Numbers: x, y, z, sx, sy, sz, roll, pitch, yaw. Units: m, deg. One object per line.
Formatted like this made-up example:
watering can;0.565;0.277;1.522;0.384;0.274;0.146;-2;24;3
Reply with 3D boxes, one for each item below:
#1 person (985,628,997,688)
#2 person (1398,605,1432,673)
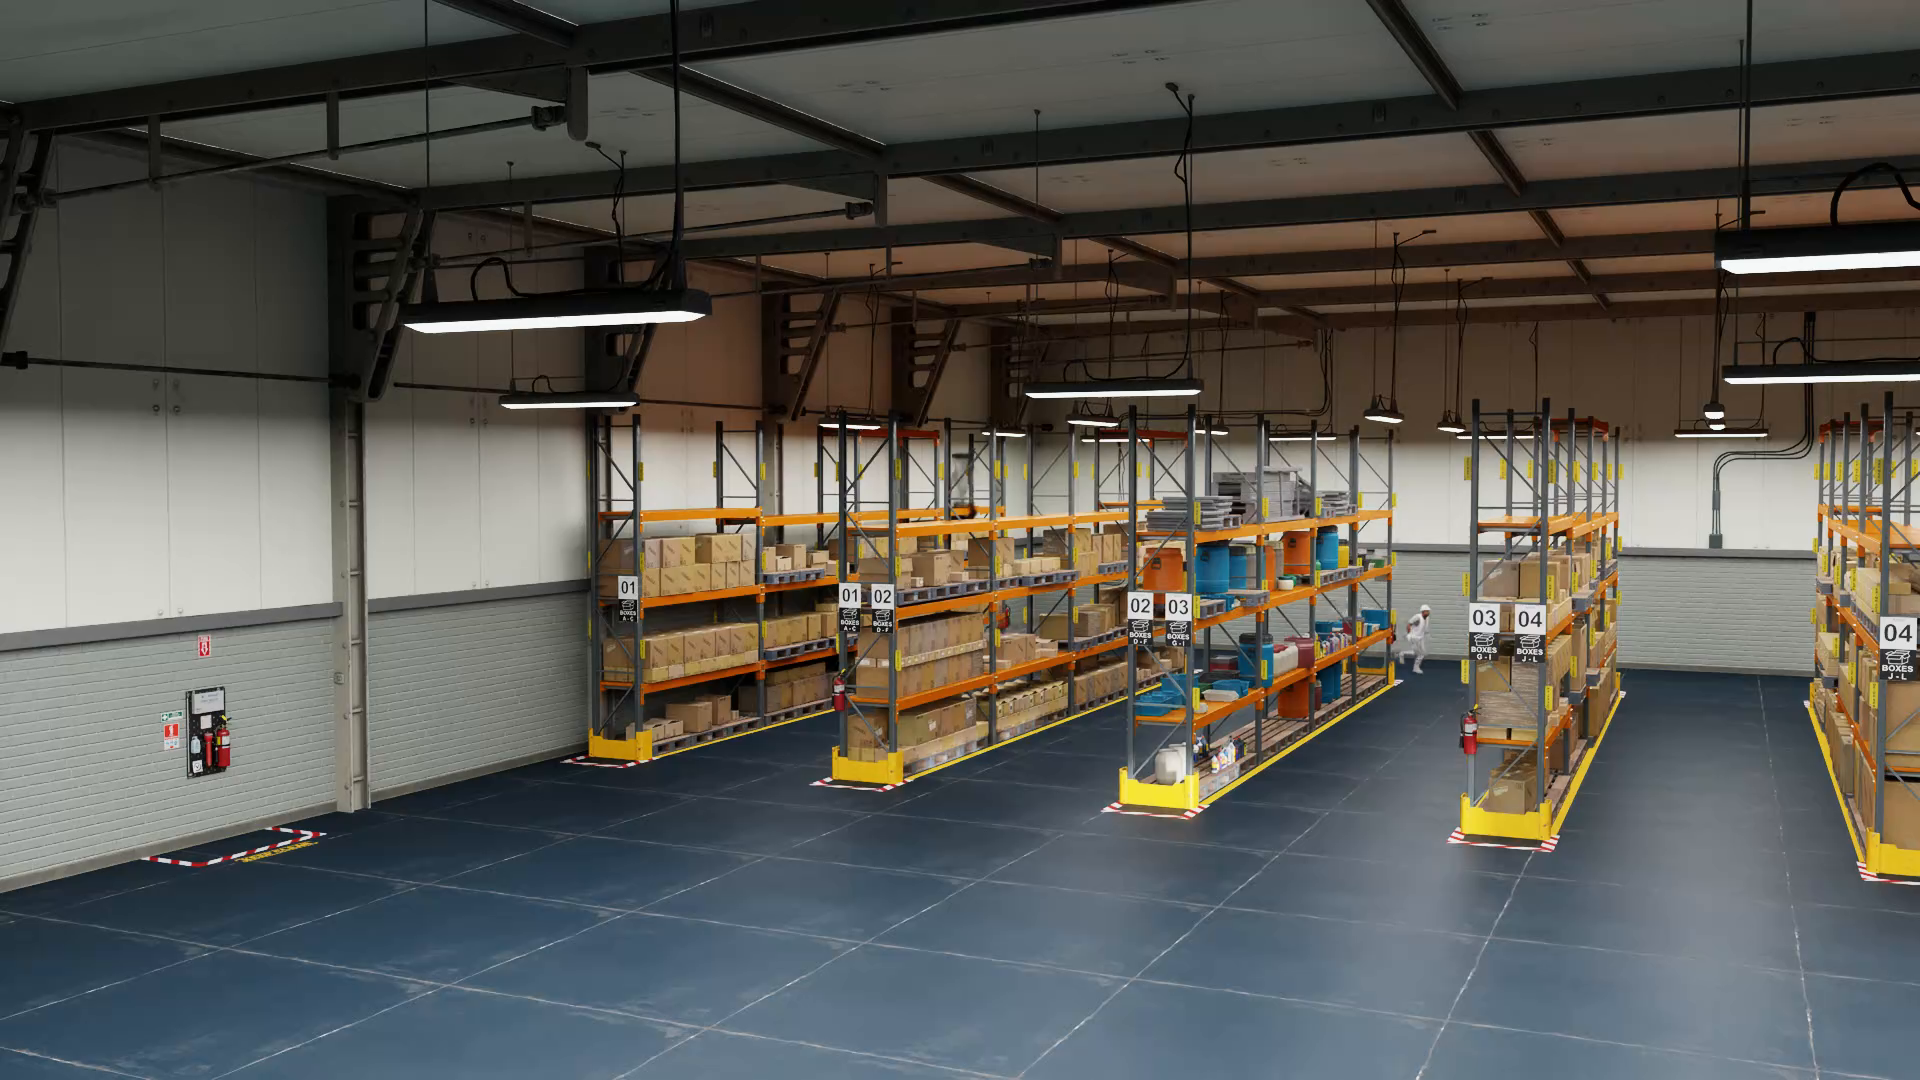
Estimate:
person;0.683;2.684;37.421;0.535;1.547;0.538;1;3;24
person;11.365;2.463;41.519;0.856;1.713;0.680;2;3;41
